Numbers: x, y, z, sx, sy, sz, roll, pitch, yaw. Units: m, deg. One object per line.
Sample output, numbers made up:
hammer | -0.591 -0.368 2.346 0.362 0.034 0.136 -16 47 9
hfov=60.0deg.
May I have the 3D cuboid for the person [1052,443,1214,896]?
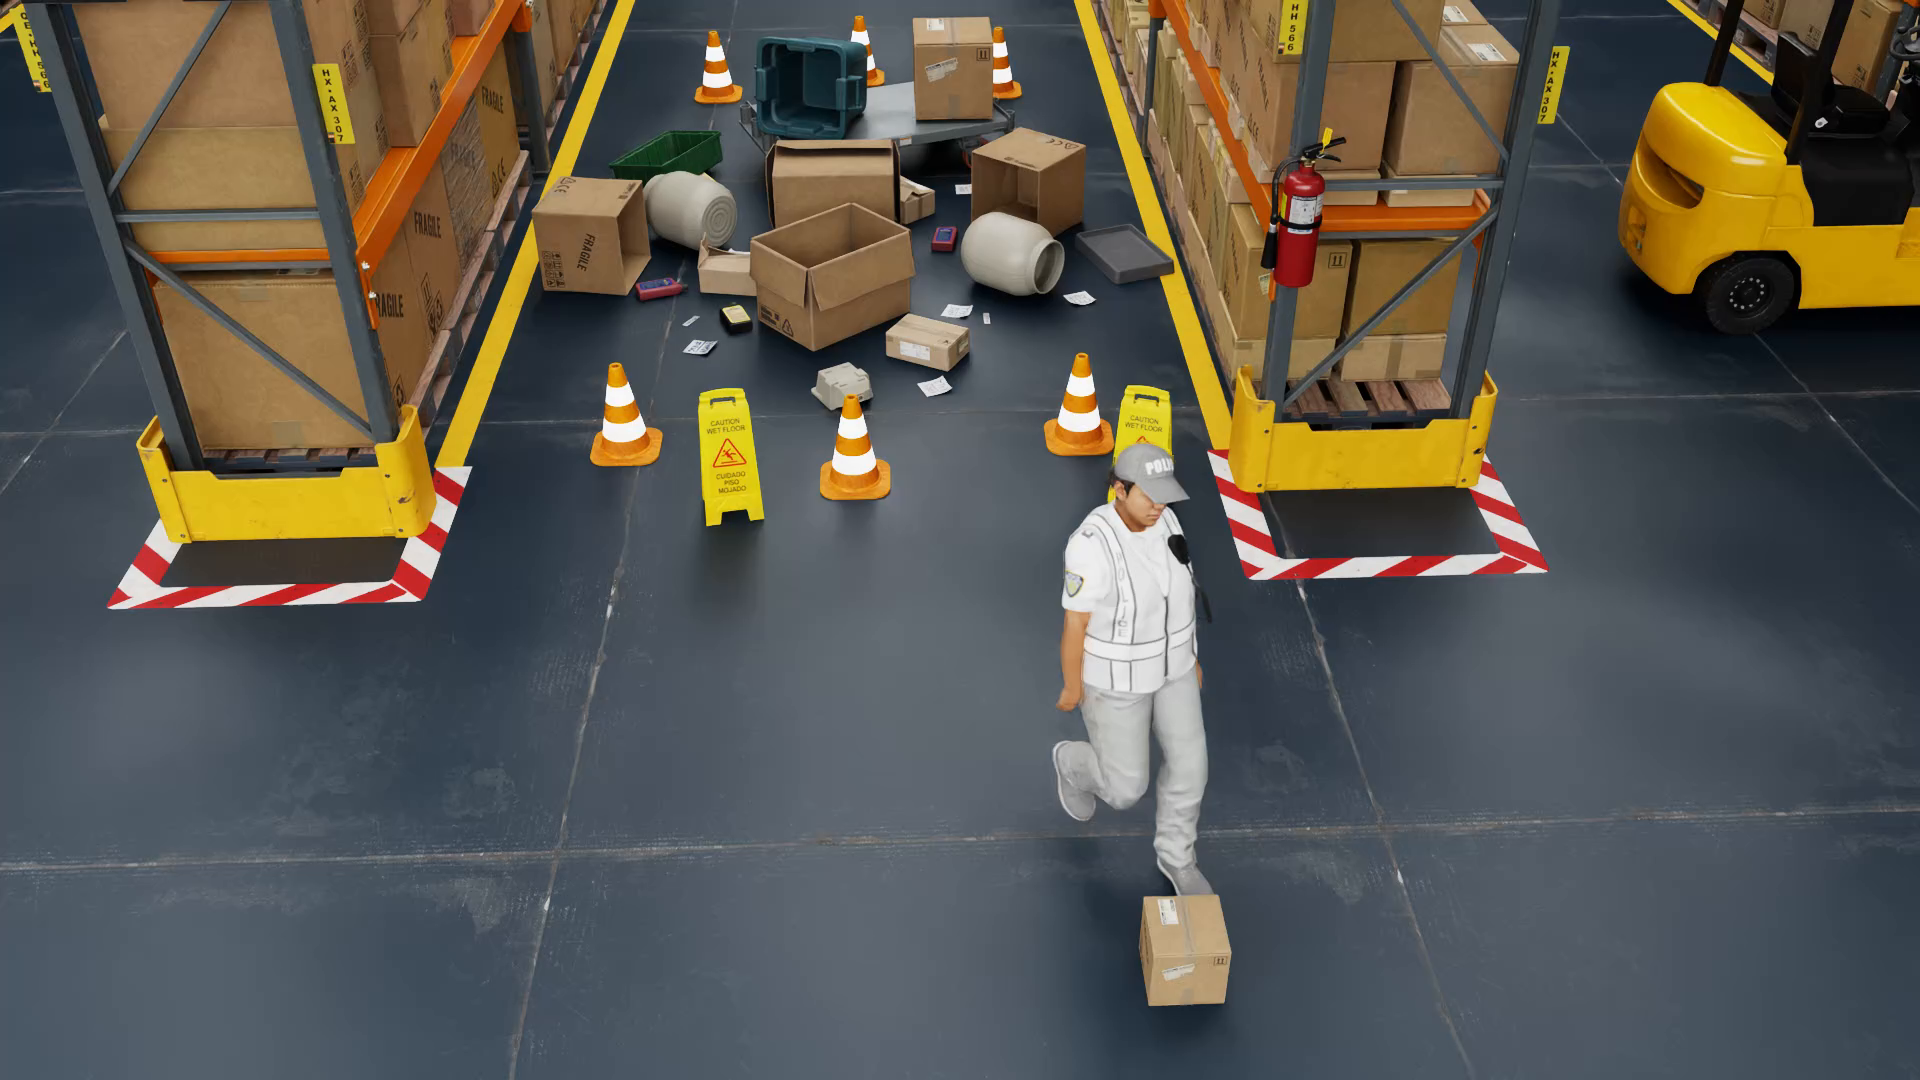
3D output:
person | 0.633 0.465 5.520 0.525 1.595 0.757 -21 41 -27
